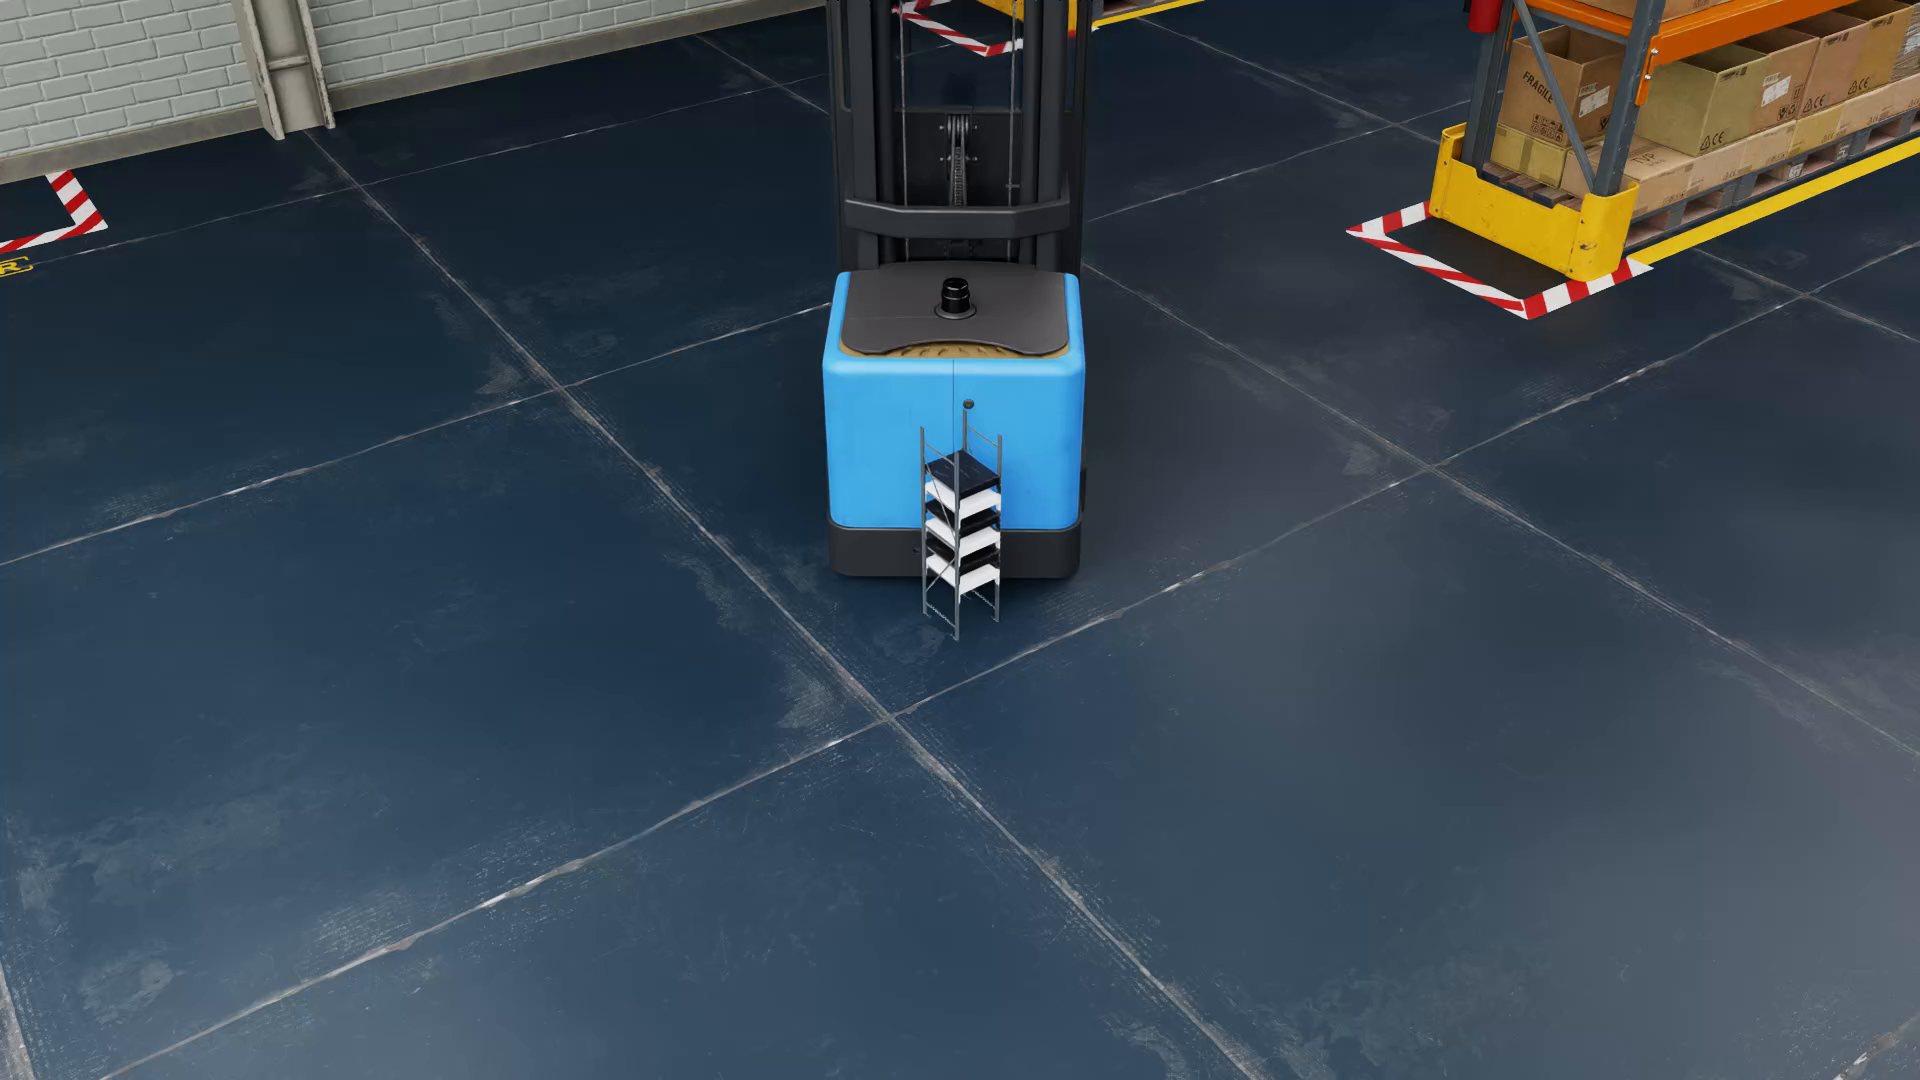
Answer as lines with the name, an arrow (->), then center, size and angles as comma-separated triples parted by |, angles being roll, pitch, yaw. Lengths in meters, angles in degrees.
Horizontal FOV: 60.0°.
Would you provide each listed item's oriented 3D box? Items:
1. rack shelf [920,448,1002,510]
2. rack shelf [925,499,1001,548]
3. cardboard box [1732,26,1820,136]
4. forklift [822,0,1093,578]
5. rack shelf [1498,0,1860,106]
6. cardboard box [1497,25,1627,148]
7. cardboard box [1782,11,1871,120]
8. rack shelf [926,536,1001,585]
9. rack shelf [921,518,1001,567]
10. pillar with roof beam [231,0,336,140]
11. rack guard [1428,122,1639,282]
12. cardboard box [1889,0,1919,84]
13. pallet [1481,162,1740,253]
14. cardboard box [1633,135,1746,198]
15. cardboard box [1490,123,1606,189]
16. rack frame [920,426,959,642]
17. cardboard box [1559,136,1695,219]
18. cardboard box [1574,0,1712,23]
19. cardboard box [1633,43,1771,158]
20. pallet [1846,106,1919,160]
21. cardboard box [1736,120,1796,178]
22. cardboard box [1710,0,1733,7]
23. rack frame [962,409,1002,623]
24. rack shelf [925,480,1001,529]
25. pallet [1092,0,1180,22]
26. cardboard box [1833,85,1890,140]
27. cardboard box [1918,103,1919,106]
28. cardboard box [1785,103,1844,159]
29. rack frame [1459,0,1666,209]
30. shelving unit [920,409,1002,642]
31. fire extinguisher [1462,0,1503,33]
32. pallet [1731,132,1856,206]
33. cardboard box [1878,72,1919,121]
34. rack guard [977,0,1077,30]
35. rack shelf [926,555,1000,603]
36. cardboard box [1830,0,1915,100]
rack shelf -> 0.003, -0.238, 6.405 | 0.200, 0.077, 0.258 | -24, 42, -29
rack shelf -> 0.003, -0.092, 6.511 | 0.200, 0.077, 0.258 | -24, 42, -29
cardboard box -> 4.660, -2.758, 9.869 | 0.500, 0.500, 0.500 | -22, 41, -28
forklift -> 0.002, -1.860, 7.326 | 1.130, 2.935, 3.031 | 1, 36, 1
rack shelf -> 4.919, -3.363, 9.973 | 4.000, 0.370, 1.077 | -22, 41, -28
cardboard box -> 3.552, -2.663, 9.737 | 0.500, 0.500, 0.500 | -22, 41, -28
cardboard box -> 5.079, -2.918, 10.092 | 0.500, 0.500, 0.500 | -22, 41, -28
rack shelf -> 0.003, 0.054, 6.616 | 0.200, 0.077, 0.258 | -24, 42, -29
rack shelf -> 0.003, -0.019, 6.563 | 0.200, 0.077, 0.258 | -24, 42, -29
pillar with roof beam -> -1.923, -4.356, 5.600 | 0.400, 9.000, 9.100 | -22, 41, -28
rack guard -> 3.265, -1.959, 9.546 | 0.348, 0.500, 1.175 | -22, 41, -28
cardboard box -> 5.886, -3.263, 10.571 | 0.500, 0.500, 0.500 | -22, 41, -28
pallet -> 3.886, -2.127, 10.027 | 1.213, 0.211, 1.003 | -22, 41, -28
cardboard box -> 4.258, -2.280, 9.847 | 0.500, 0.250, 0.500 | -22, 41, -28
cardboard box -> 3.553, -2.358, 9.954 | 0.500, 0.250, 0.500 | -22, 41, -28
rack frame -> -0.078, -0.010, 6.494 | 0.006, 0.900, 0.240 | -24, 42, -29
cardboard box -> 3.851, -2.111, 9.611 | 0.500, 0.250, 0.500 | -22, 41, -28
cardboard box -> 3.674, -3.174, 9.008 | 0.500, 0.500, 0.700 | -22, 41, -28
cardboard box -> 4.259, -2.584, 9.627 | 0.500, 0.500, 0.500 | -22, 41, -28
pallet -> 5.880, -2.948, 11.168 | 1.213, 0.211, 1.003 | -22, 41, -28
cardboard box -> 4.667, -2.448, 10.081 | 0.500, 0.250, 0.500 | -22, 41, -28
cardboard box -> 4.100, -3.353, 9.257 | 0.500, 0.500, 0.700 | -21, 41, -27
rack frame -> 0.084, -0.082, 6.593 | 0.006, 0.900, 0.240 | -24, 42, -29
rack shelf -> 0.003, -0.165, 6.458 | 0.200, 0.077, 0.258 | -24, 42, -29
pallet -> 1.174, -4.495, 13.319 | 1.213, 0.211, 1.003 | -22, 41, -28
cardboard box -> 5.486, -2.783, 10.545 | 0.500, 0.250, 0.500 | -22, 41, -28
cardboard box -> 6.301, -3.121, 11.016 | 0.500, 0.250, 0.500 | -22, 41, -28
cardboard box -> 5.078, -2.614, 10.311 | 0.500, 0.250, 0.500 | -22, 41, -28
rack frame -> 3.285, -2.982, 8.827 | 0.127, 3.000, 1.000 | -22, 41, -28
shelving unit -> 0.003, -0.046, 6.544 | 0.210, 0.900, 0.258 | -24, 42, -29
fire extinguisher -> 2.920, -3.133, 9.103 | 0.183, 0.674, 0.296 | -22, 41, -28
pallet -> 4.882, -2.535, 10.594 | 1.213, 0.211, 1.003 | -22, 41, -28
cardboard box -> 5.887, -2.958, 10.789 | 0.500, 0.250, 0.500 | -22, 41, -28
rack guard -> 0.490, -4.356, 12.878 | 0.348, 0.500, 1.175 | -22, 41, -28
rack shelf -> 0.003, 0.127, 6.668 | 0.200, 0.077, 0.258 | -24, 42, -29
cardboard box -> 5.479, -3.093, 10.335 | 0.500, 0.500, 0.500 | -22, 41, -28
